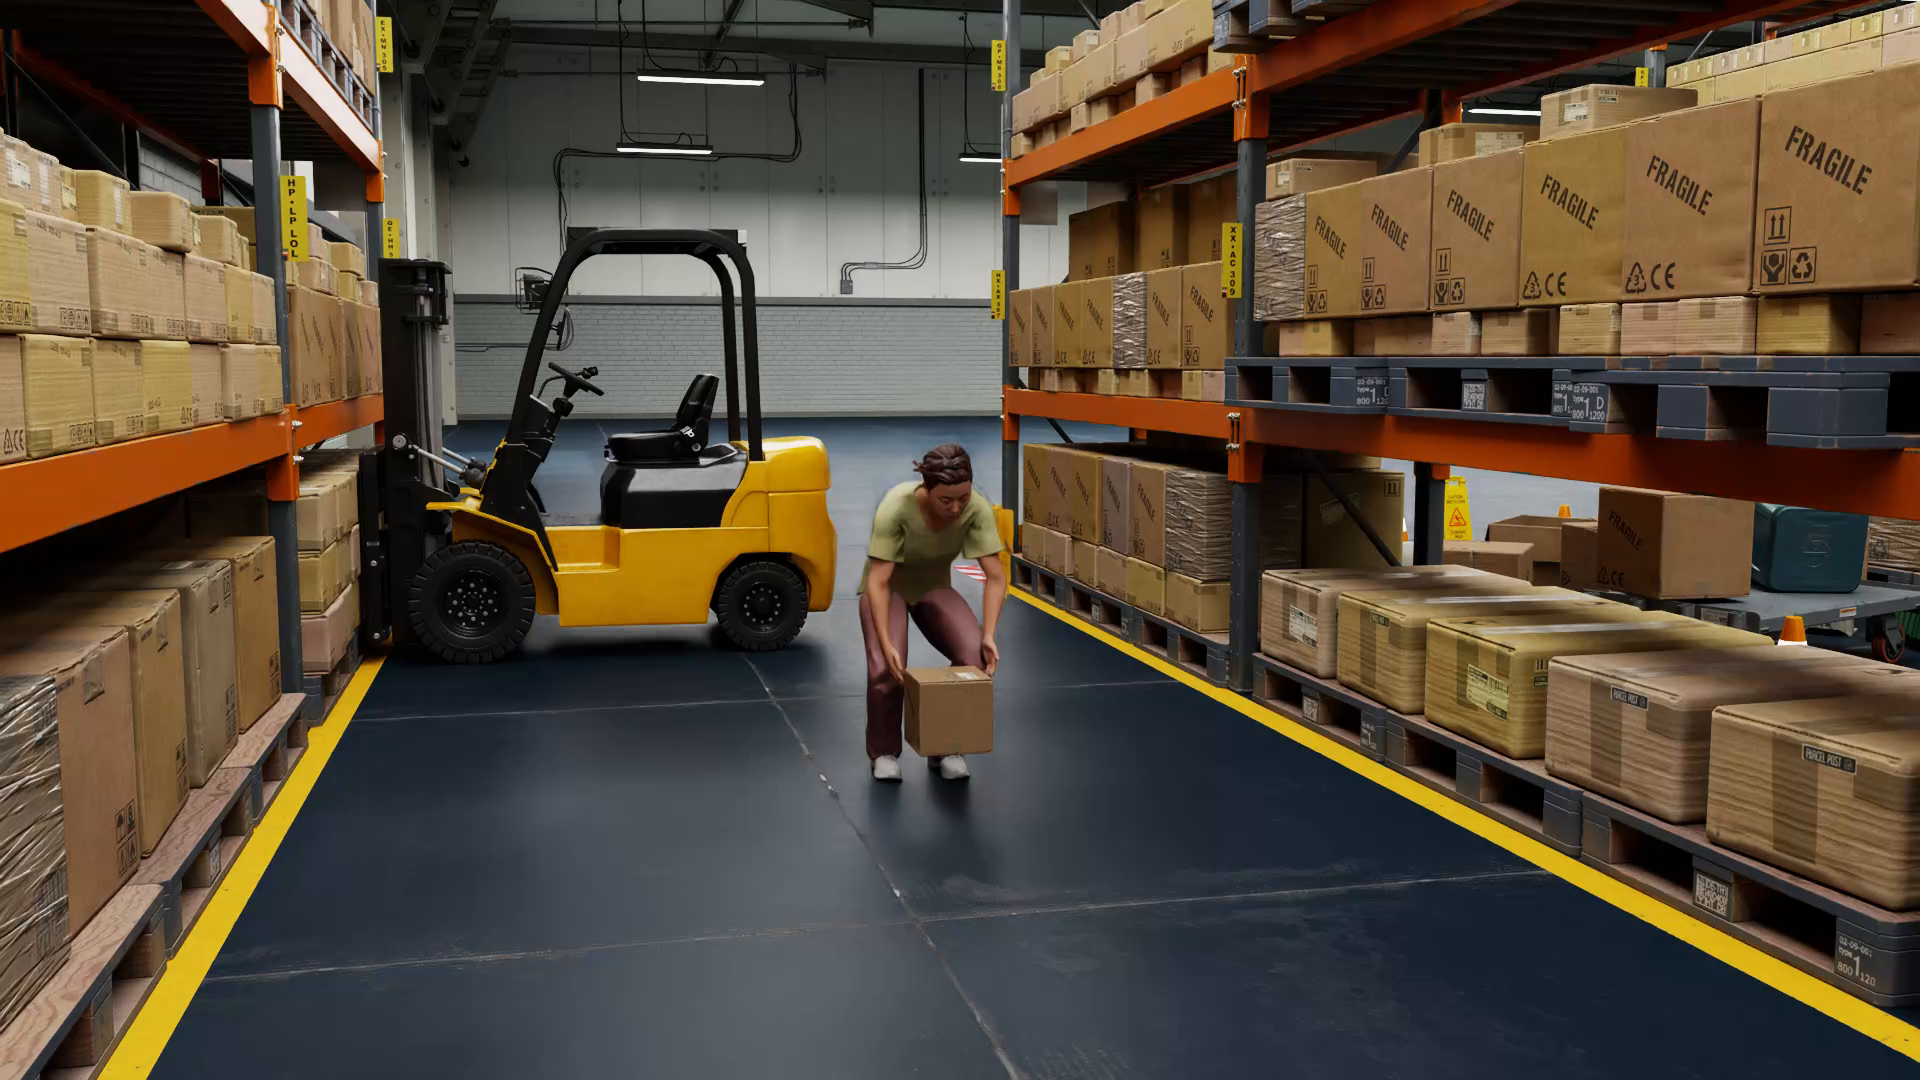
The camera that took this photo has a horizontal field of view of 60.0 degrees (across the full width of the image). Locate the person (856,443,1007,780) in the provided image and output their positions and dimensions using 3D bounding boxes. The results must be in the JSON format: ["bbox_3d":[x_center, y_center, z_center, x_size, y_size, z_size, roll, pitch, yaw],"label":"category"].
[{"bbox_3d":[-0.107,0.250,5.964,0.509,1.222,0.716,-2,6,-14],"label":"person"}]
